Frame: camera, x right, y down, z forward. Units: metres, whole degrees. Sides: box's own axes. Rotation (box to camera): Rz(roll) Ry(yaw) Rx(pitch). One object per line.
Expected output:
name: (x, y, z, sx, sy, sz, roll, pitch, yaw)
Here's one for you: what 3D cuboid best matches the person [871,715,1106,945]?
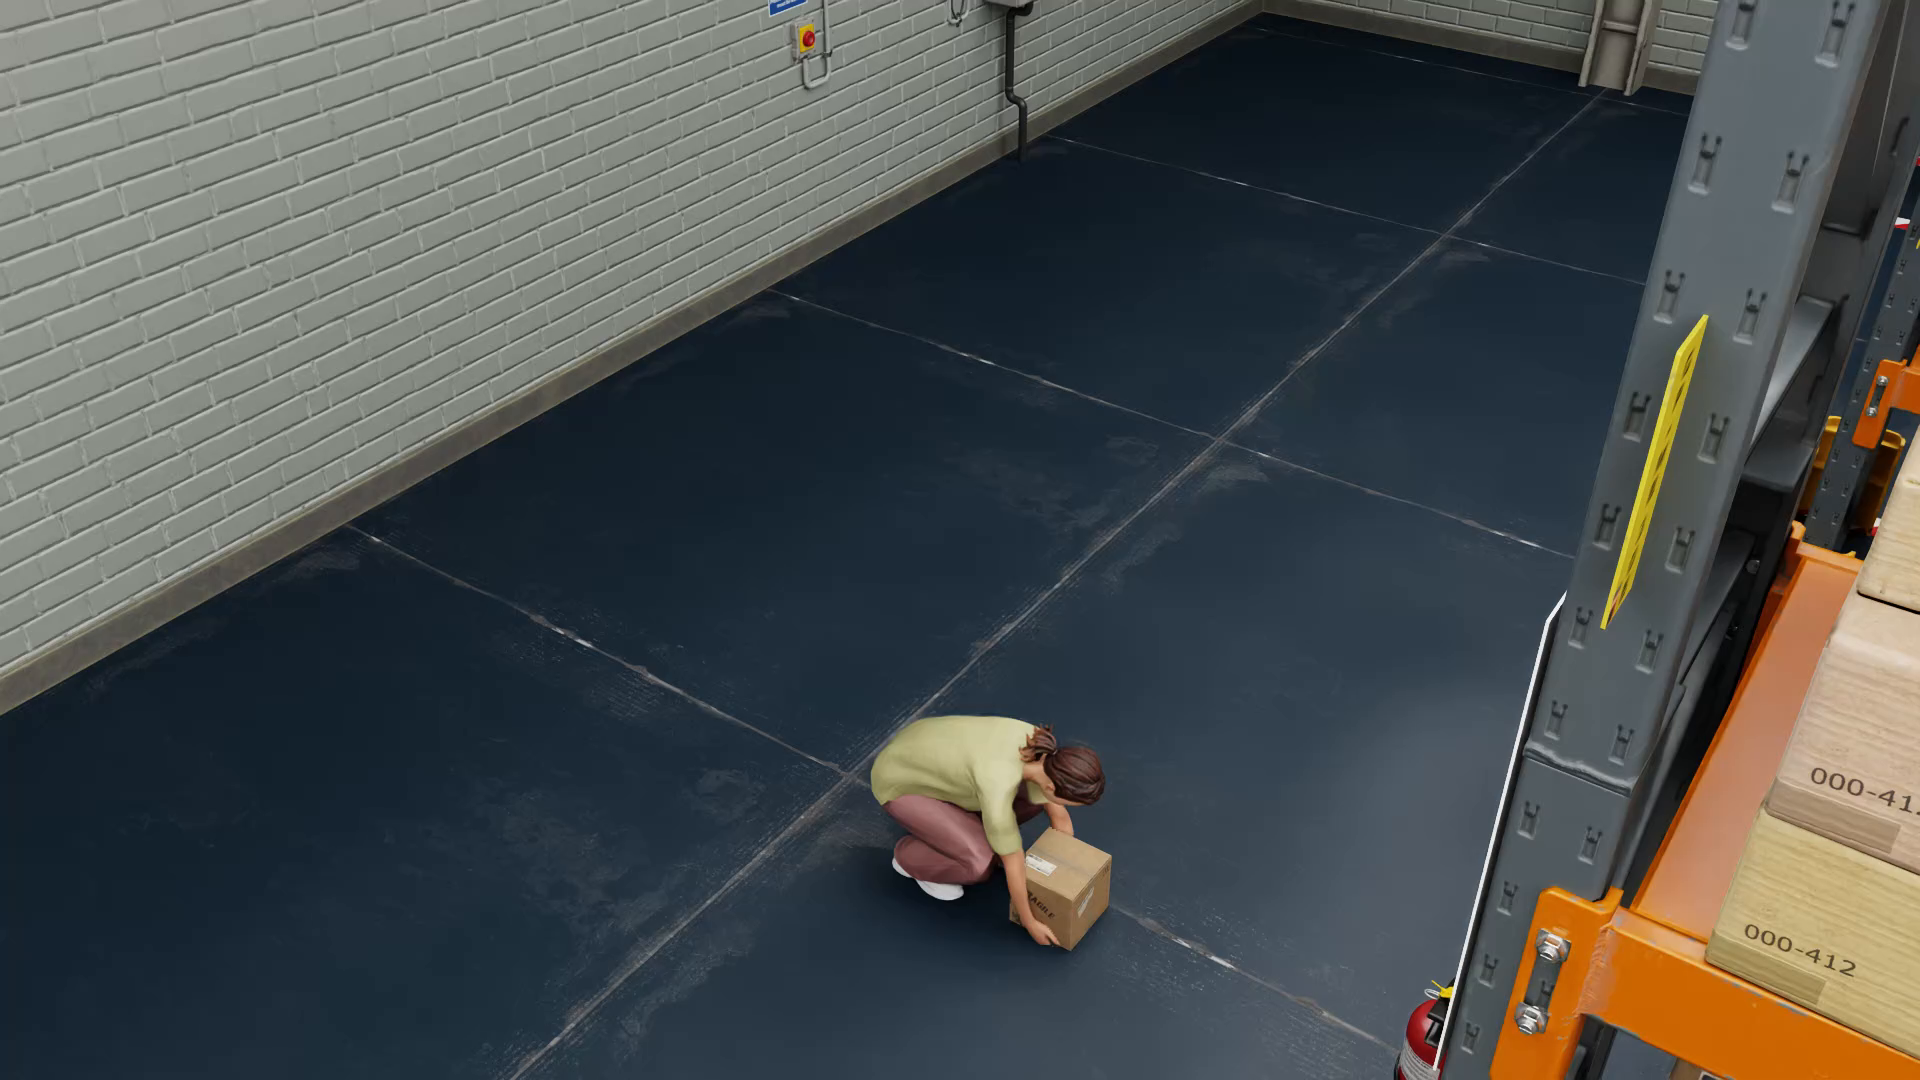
person: (0.091, 0.920, 5.693, 0.831, 0.806, 0.472, 21, 40, 28)
